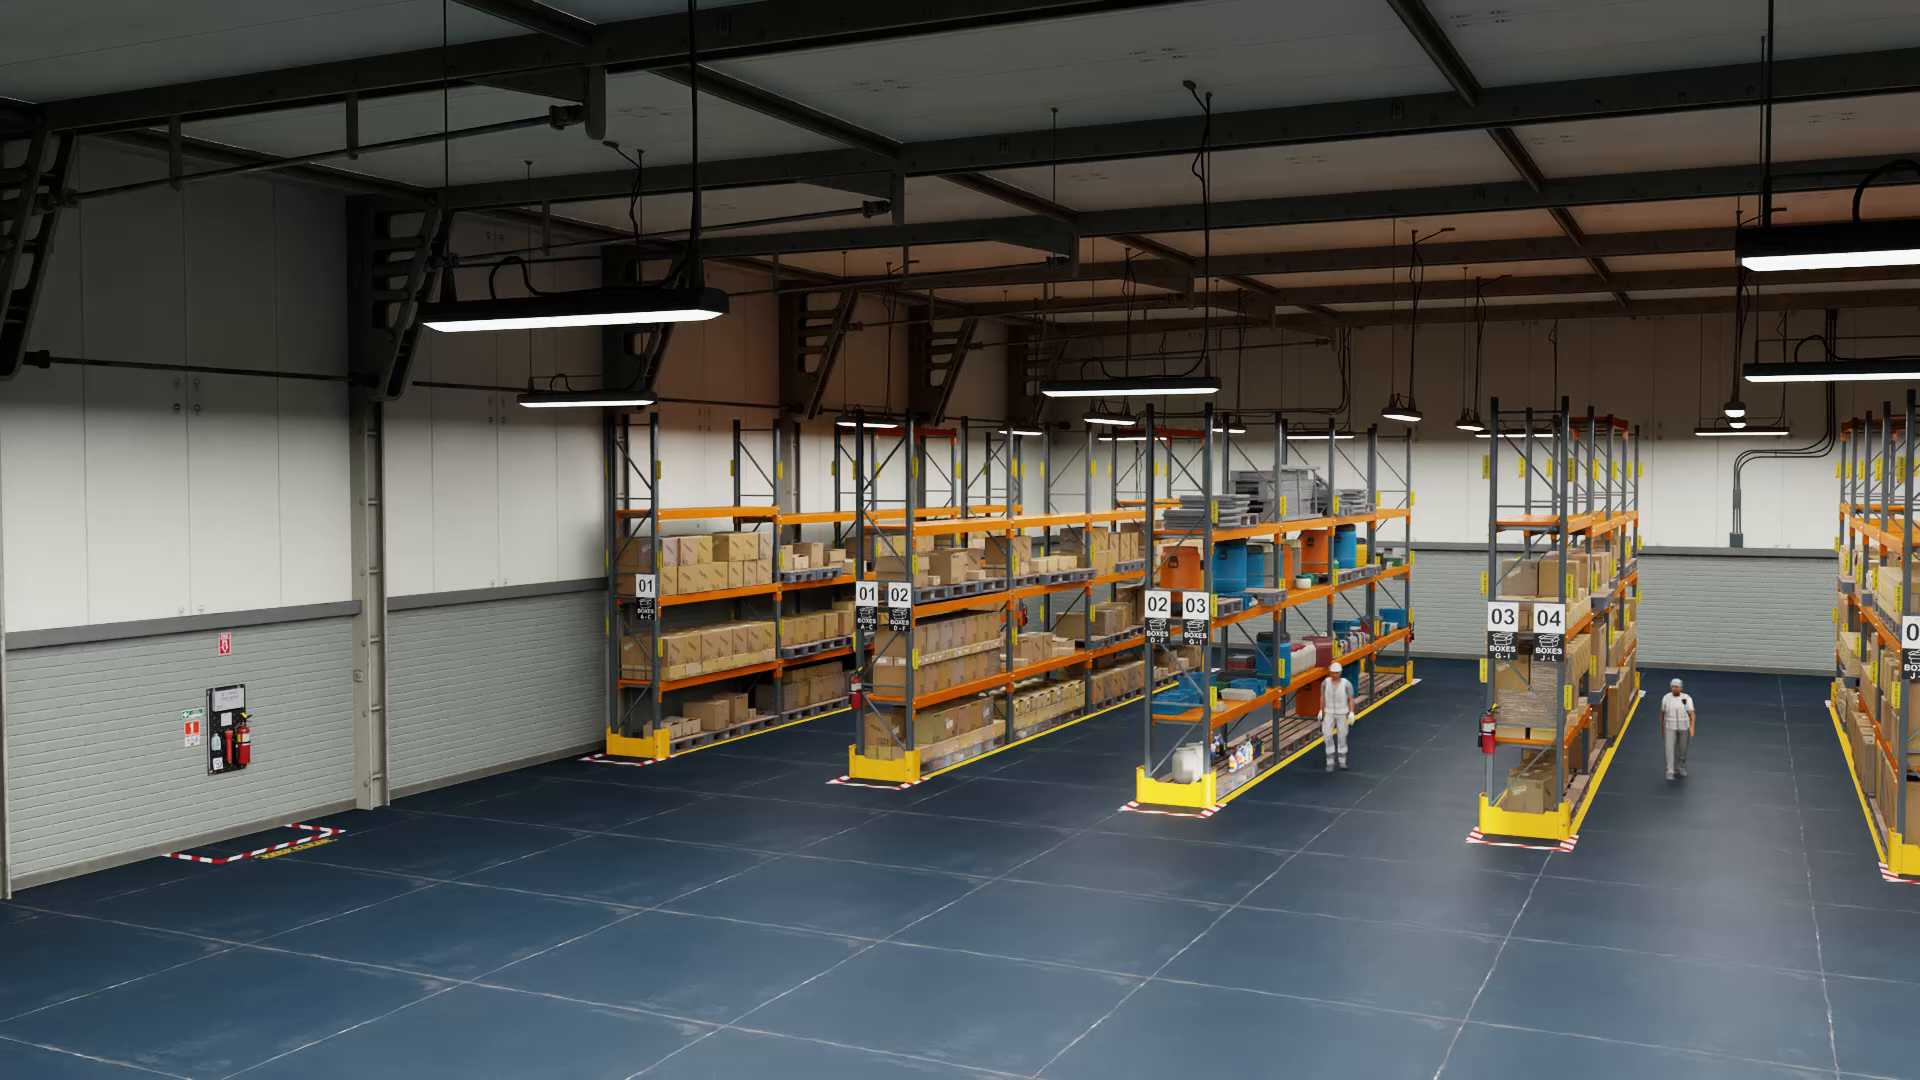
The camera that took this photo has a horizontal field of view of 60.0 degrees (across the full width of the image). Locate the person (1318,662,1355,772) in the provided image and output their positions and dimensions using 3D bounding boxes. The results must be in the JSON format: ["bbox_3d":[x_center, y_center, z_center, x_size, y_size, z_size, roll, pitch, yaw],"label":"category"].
[{"bbox_3d":[6.270,2.956,27.712,0.644,1.839,0.505,1,3,23],"label":"person"}]

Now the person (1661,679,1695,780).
[{"bbox_3d":[11.570,3.048,26.792,0.505,1.603,0.982,1,3,22],"label":"person"}]
